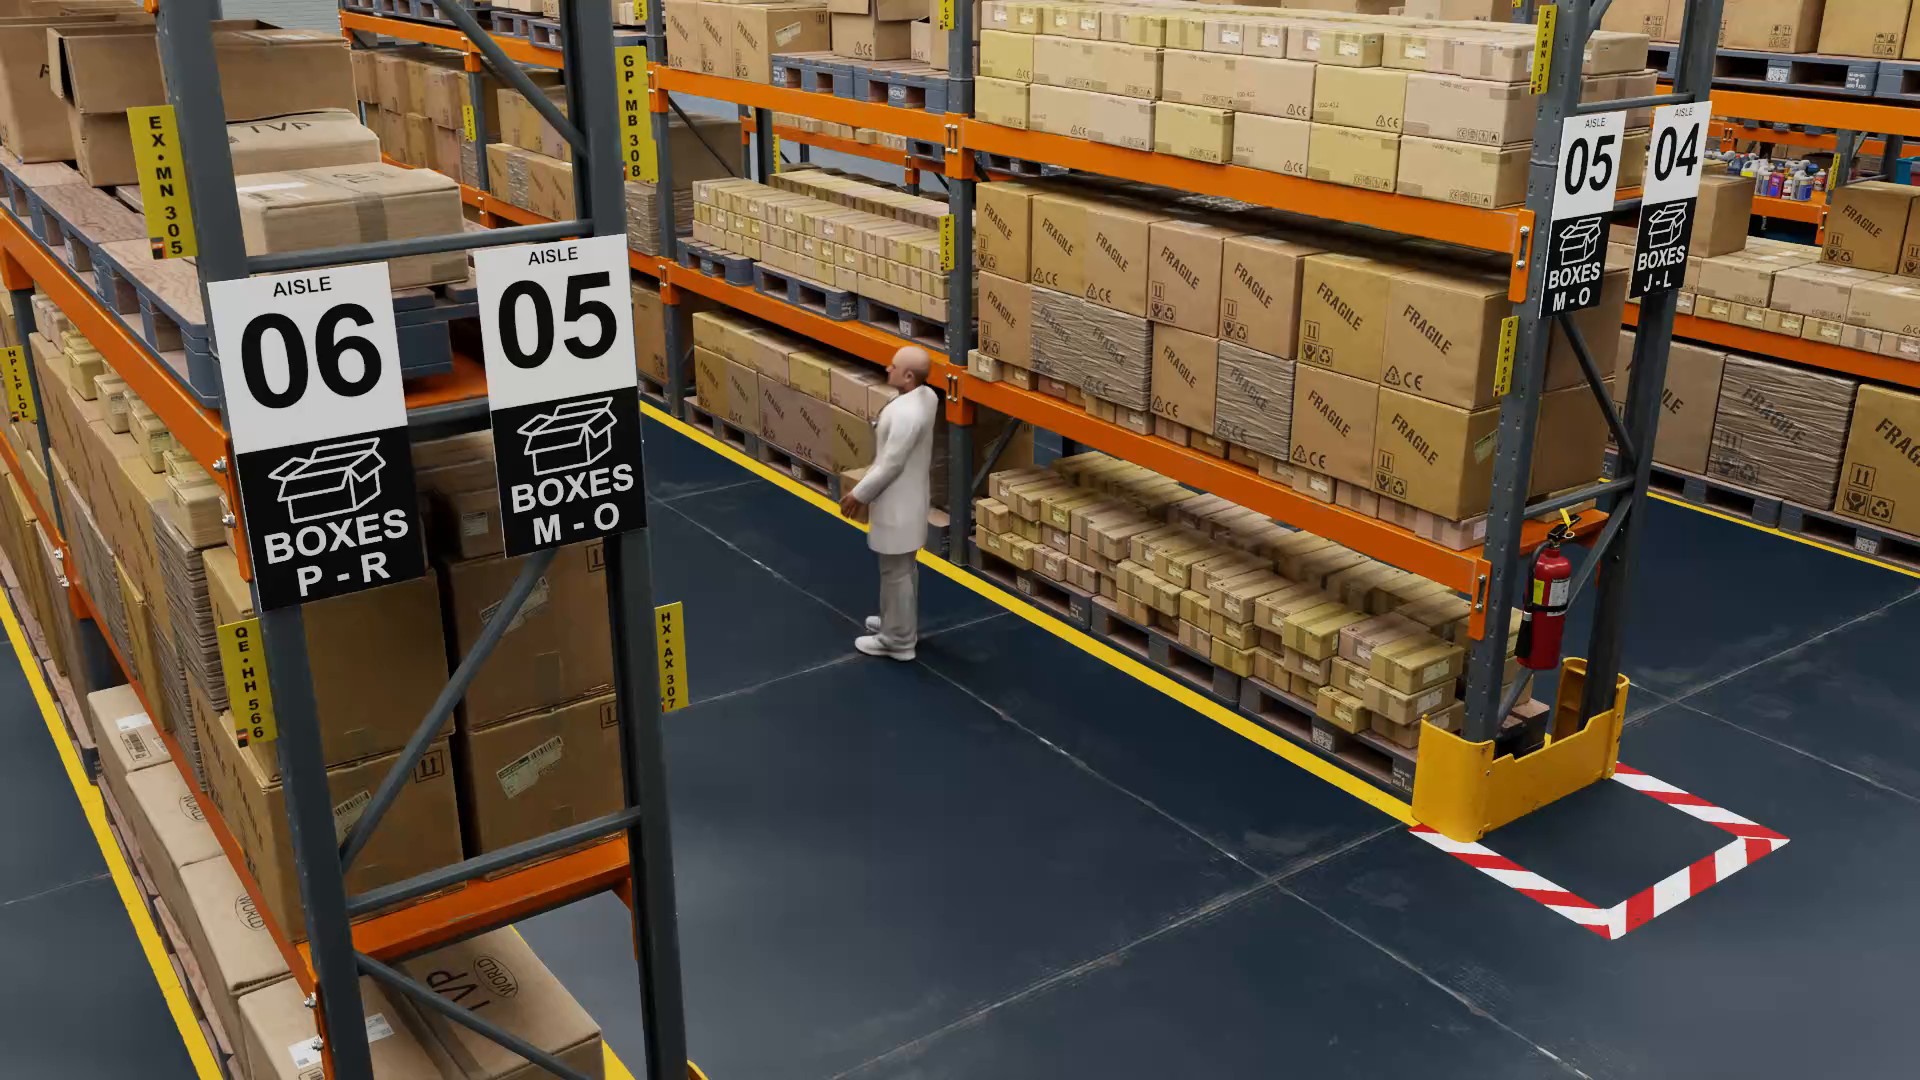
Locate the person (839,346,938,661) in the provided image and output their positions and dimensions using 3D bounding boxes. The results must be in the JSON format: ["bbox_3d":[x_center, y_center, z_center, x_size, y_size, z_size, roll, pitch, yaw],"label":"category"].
[{"bbox_3d":[-0.386,-0.212,9.130,0.495,1.785,0.618,4,21,9],"label":"person"}]
